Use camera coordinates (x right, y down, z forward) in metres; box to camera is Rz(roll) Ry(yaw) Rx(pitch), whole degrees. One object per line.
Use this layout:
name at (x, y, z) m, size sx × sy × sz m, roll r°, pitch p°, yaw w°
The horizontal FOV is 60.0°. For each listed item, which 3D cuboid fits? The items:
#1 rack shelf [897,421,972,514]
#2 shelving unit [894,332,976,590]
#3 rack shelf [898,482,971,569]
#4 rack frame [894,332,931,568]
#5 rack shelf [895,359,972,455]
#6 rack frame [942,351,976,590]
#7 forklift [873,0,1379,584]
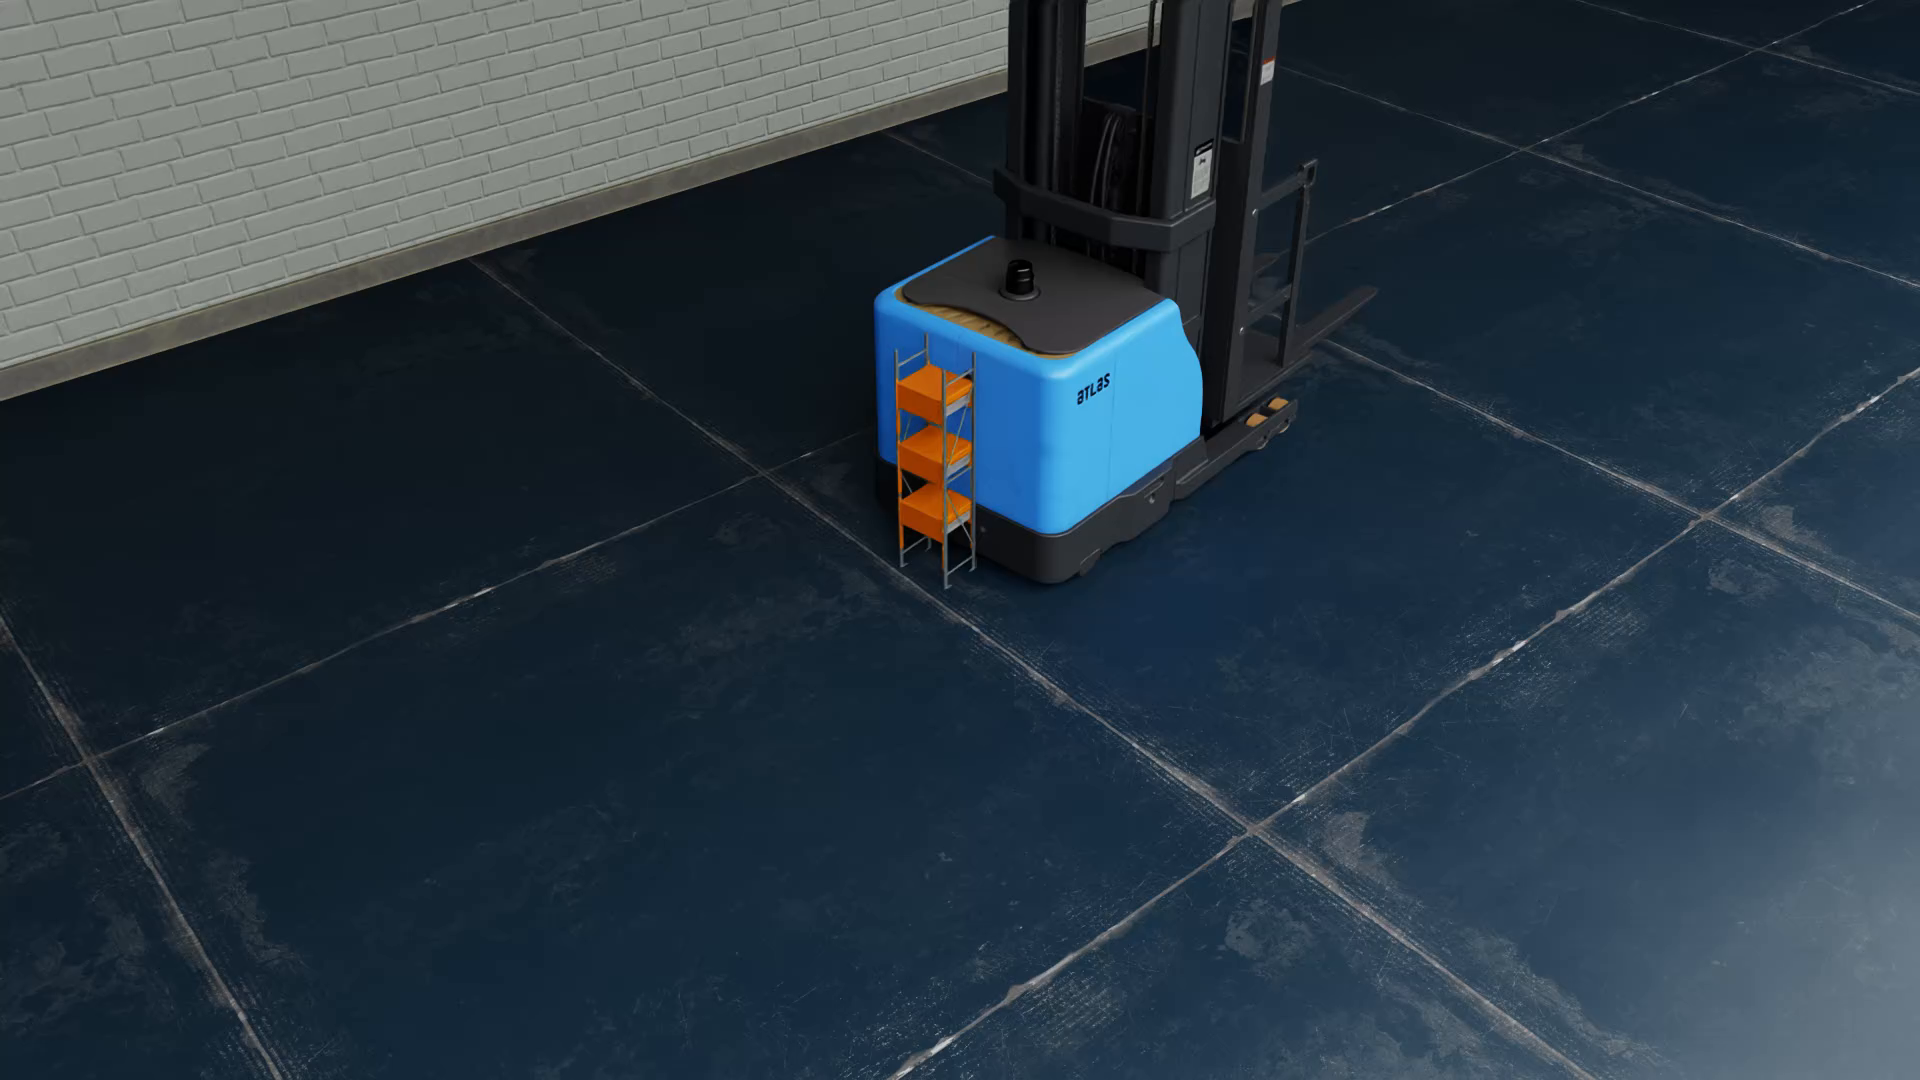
rack shelf at (-0.097, -0.299, 6.782) m, size 0.240 × 0.259 × 0.215 m, roll 25°, pitch 43°, yaw 31°
shelving unit at (-0.097, -0.308, 6.776) m, size 0.252 × 1.050 × 0.215 m, roll 25°, pitch 43°, yaw 31°
rack shelf at (-0.097, -0.072, 6.943) m, size 0.240 × 0.259 × 0.215 m, roll 25°, pitch 43°, yaw 31°
rack frame at (-0.191, -0.352, 6.839) m, size 0.008 × 1.050 × 0.200 m, roll 25°, pitch 43°, yaw 31°
rack shelf at (-0.097, -0.531, 6.618) m, size 0.240 × 0.259 × 0.215 m, roll 25°, pitch 43°, yaw 31°
rack frame at (-0.003, -0.263, 6.713) m, size 0.008 × 1.050 × 0.200 m, roll 25°, pitch 43°, yaw 31°
forklift at (0.964, -1.794, 7.247) m, size 1.130 × 2.935 × 3.031 m, roll 26°, pitch 43°, yaw 32°
